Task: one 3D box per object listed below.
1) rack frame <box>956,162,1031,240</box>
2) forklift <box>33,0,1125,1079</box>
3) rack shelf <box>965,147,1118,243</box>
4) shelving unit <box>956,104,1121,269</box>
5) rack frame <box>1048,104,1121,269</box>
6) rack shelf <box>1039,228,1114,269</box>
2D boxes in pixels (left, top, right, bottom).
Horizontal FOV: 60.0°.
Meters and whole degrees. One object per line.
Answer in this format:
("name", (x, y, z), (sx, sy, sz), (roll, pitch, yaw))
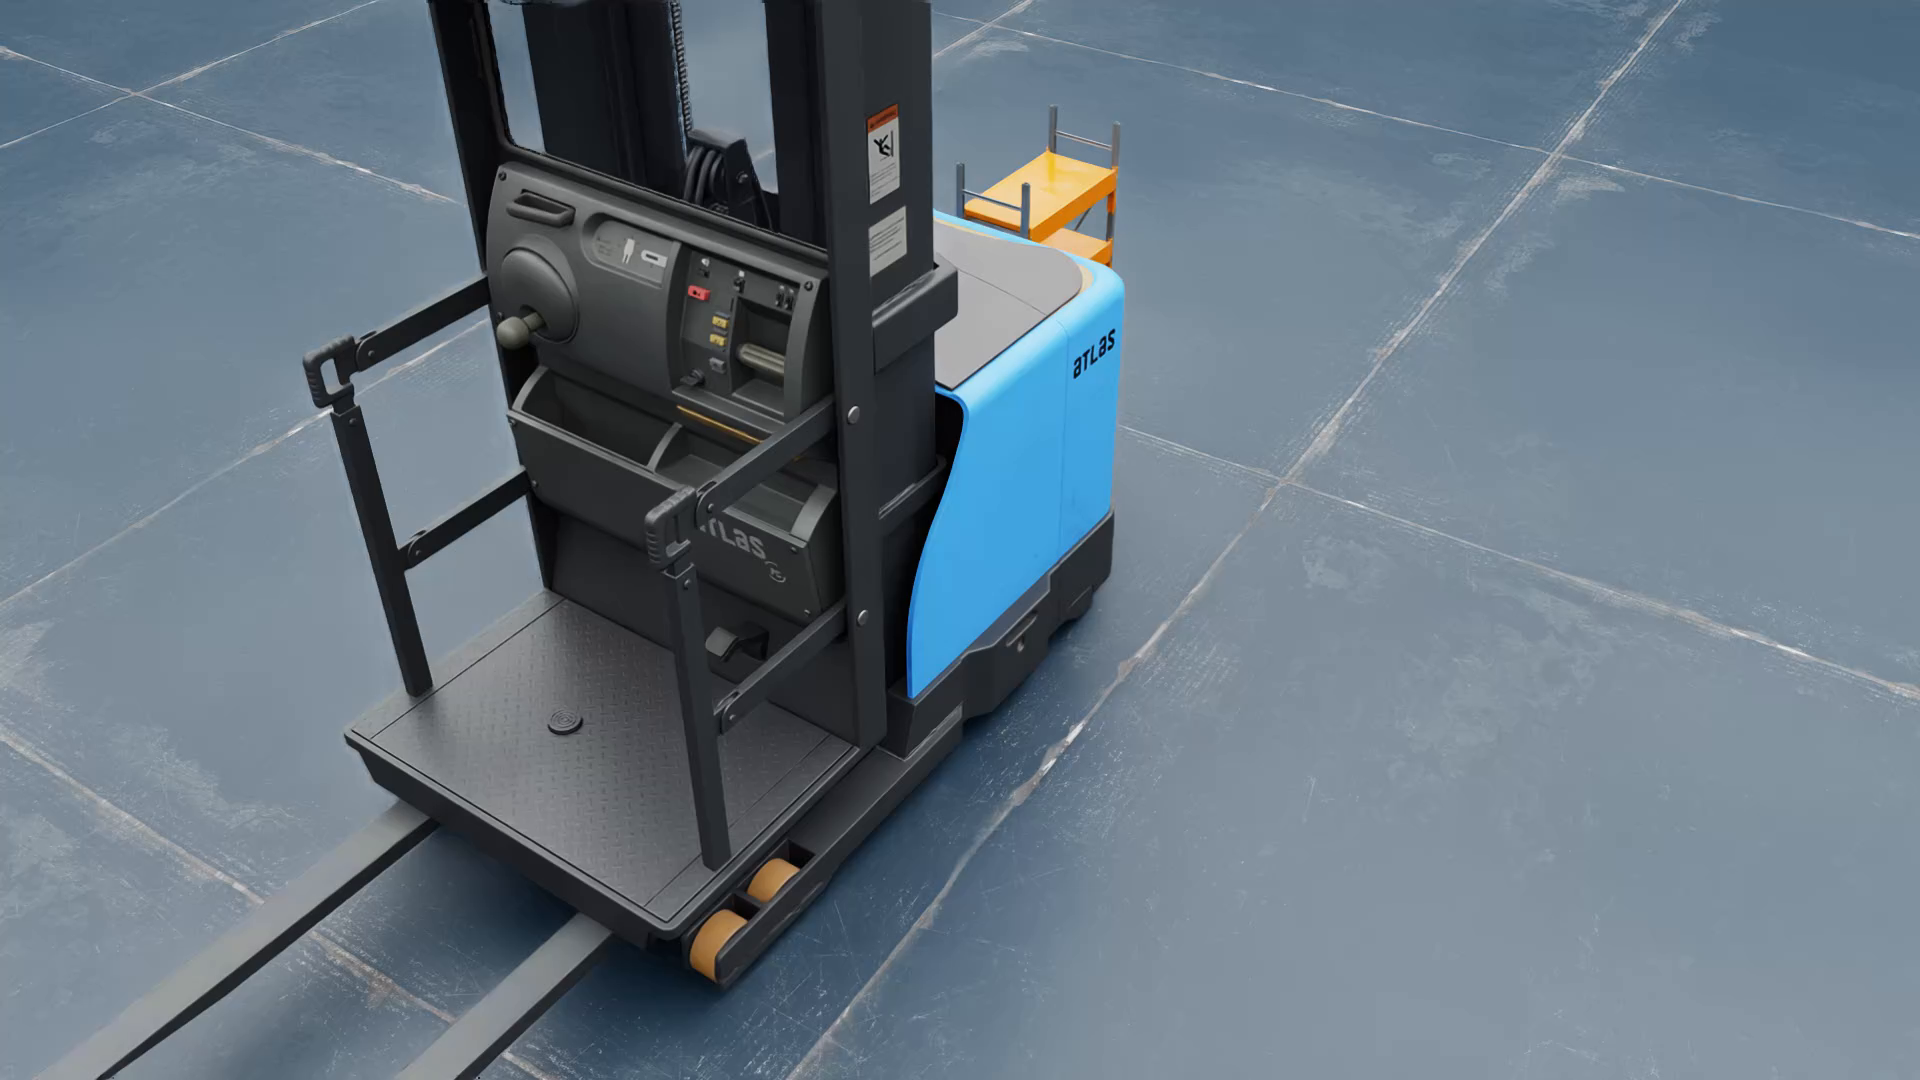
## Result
("rack frame", (0.091, -0.540, 4.967), (0.240, 1.200, 0.015), (23, 43, 27))
("forklift", (-0.799, -0.461, 3.447), (1.130, 2.935, 3.031), (23, 43, 27))
("rack shelf", (0.230, -0.973, 4.886), (0.258, 0.148, 0.480), (23, 43, 27))
("shelving unit", (0.230, -0.662, 5.126), (0.258, 1.200, 0.503), (23, 43, 27))
("rack frame", (0.370, -0.784, 5.285), (0.240, 1.200, 0.015), (23, 43, 27))
("rack shelf", (0.230, -0.786, 5.030), (0.258, 0.148, 0.480), (23, 43, 27))
